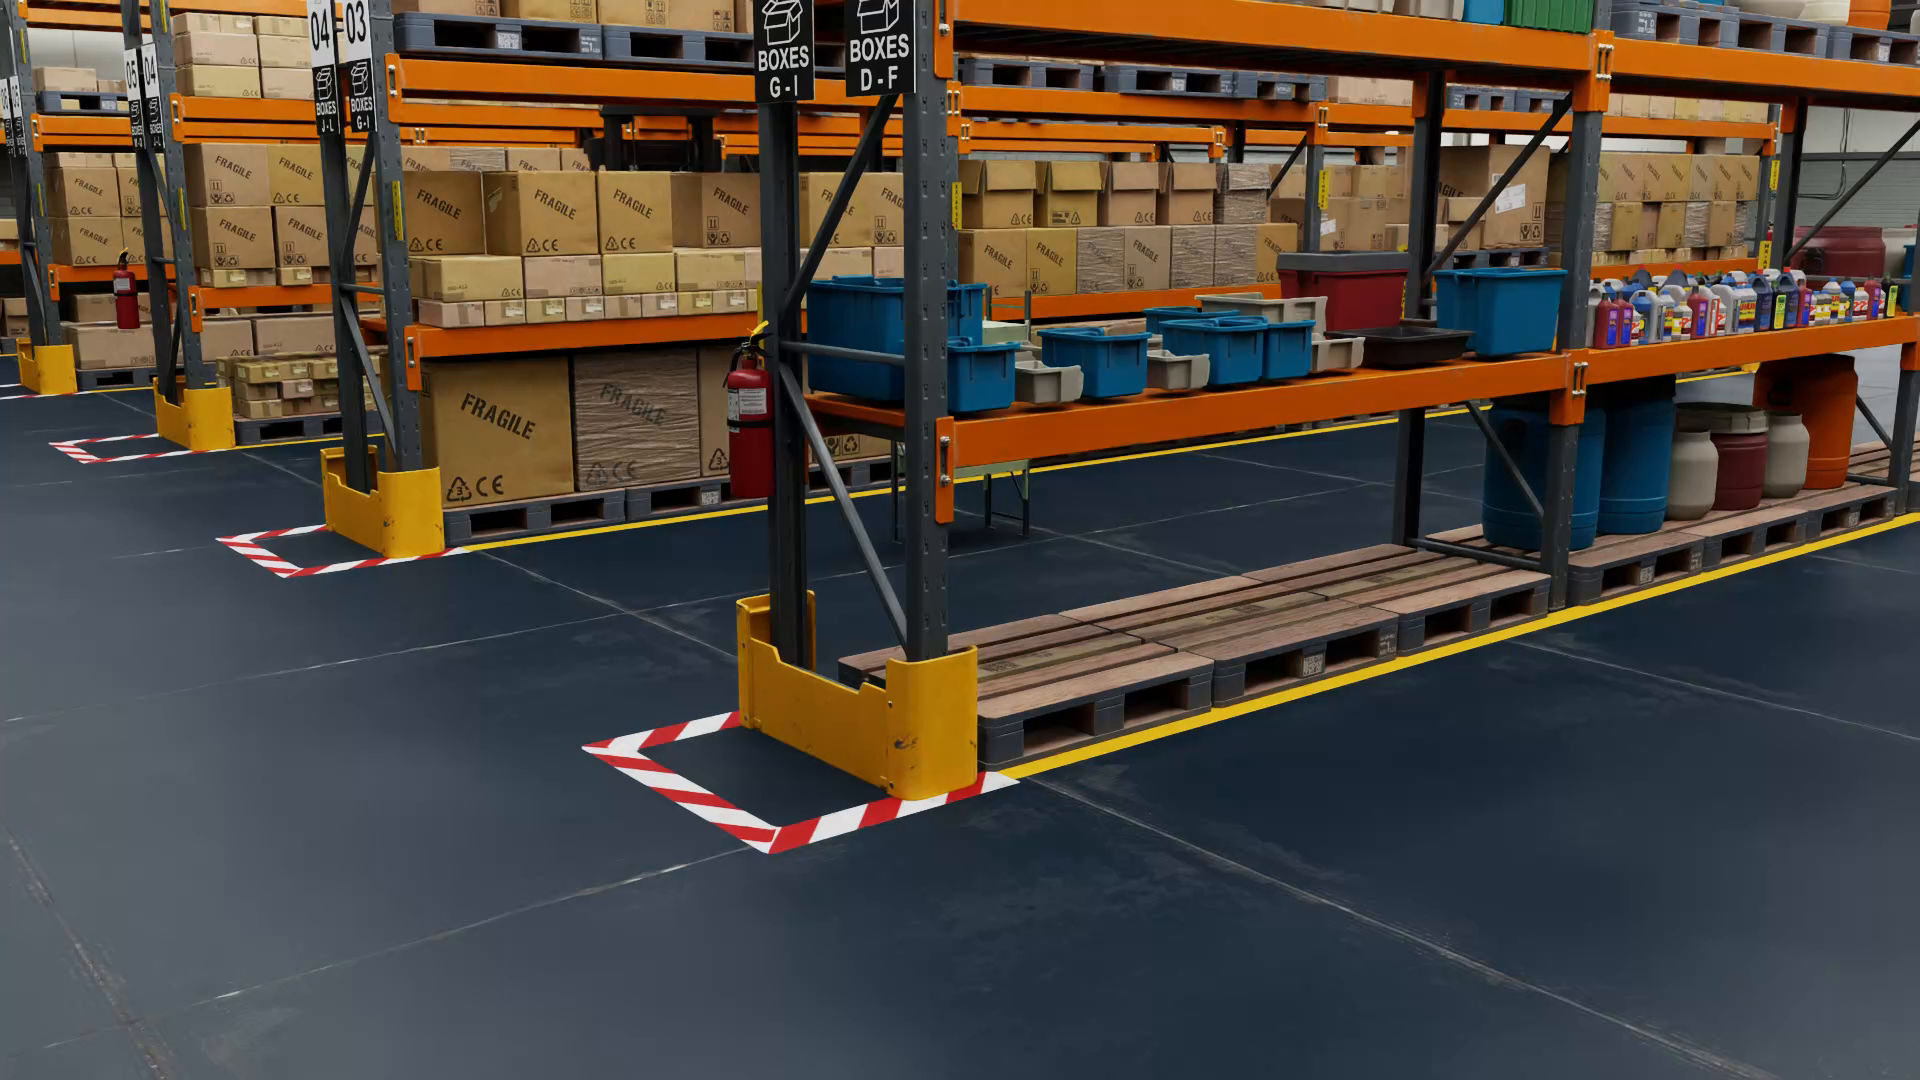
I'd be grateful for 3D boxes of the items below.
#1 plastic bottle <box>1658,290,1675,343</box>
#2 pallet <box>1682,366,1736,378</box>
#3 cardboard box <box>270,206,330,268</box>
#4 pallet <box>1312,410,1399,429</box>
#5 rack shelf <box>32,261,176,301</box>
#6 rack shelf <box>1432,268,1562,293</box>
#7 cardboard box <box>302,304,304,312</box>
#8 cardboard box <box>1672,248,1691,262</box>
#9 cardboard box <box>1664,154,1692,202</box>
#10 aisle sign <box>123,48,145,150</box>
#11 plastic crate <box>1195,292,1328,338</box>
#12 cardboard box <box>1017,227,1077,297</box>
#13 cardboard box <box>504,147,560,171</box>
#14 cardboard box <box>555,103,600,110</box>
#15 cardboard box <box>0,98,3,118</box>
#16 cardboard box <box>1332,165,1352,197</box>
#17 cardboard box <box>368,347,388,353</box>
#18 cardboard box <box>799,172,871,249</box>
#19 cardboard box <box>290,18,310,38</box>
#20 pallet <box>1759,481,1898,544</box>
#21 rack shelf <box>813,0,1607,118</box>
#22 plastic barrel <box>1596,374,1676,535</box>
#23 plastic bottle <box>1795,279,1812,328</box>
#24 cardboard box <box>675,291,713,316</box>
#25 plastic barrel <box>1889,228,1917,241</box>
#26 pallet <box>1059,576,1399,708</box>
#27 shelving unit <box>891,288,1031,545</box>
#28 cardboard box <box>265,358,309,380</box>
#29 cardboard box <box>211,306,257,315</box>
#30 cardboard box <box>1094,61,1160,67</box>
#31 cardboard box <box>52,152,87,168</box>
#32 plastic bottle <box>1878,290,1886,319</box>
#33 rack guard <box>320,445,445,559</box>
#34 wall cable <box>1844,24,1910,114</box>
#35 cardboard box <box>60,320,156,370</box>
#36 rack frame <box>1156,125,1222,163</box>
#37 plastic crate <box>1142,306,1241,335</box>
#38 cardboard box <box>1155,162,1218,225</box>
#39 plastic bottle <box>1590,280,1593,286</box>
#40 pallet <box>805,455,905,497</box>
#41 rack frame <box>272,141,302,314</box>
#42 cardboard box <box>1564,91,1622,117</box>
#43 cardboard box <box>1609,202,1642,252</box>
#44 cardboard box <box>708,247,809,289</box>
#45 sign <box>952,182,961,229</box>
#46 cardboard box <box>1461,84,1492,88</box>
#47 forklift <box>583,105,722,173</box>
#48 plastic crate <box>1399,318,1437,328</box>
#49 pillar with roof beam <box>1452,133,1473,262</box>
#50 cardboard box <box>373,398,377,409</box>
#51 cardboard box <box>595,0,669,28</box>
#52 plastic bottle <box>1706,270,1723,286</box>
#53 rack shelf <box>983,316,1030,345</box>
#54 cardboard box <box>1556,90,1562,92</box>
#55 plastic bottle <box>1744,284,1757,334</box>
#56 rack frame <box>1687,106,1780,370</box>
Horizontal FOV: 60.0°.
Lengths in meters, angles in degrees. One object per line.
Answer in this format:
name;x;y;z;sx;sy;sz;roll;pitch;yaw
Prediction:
plastic bottle;3.716;-1.182;8.784;0.097;0.271;0.097;0;12;0
pallet;8.284;-2.076;19.396;1.213;0.211;1.003;-9;15;-38
cardboard box;-5.589;-2.572;14.063;0.500;0.500;0.500;-9;15;-38
pallet;3.364;-1.248;15.499;1.213;0.211;1.003;-9;15;-38
rack shelf;-8.123;-2.988;18.711;4.000;0.370;1.077;-9;15;-38
rack shelf;4.314;-2.419;16.030;4.000;0.370;1.077;-9;15;-38
cardboard box;-9.467;-3.498;24.390;0.500;0.500;0.500;-10;15;-38
cardboard box;7.800;-3.144;18.319;0.250;0.149;0.380;-9;15;-38
cardboard box;7.550;-3.927;18.039;0.500;0.500;0.500;-9;15;-38
aisle sign;-6.758;-3.602;13.609;0.004;0.787;0.394;-9;15;-38
plastic crate;1.416;-0.992;7.719;0.530;0.282;0.437;-9;15;-38
cardboard box;0.536;-2.126;12.677;0.500;0.500;0.500;-9;15;-38
cardboard box;-3.989;-3.320;15.180;0.500;0.500;0.500;-10;16;-39
cardboard box;-3.605;-4.096;15.337;0.500;0.250;0.500;-9;15;-36
cardboard box;-12.272;-5.438;20.939;0.500;0.250;0.500;-10;15;-38
cardboard box;4.772;-4.790;22.502;0.550;0.550;0.875;-9;15;-38
cardboard box;-5.212;-1.663;15.161;0.250;0.149;0.380;-10;16;-40
cardboard box;-0.957;-2.264;11.408;0.500;0.500;0.500;-9;15;-37
cardboard box;-5.461;-4.214;13.730;0.250;0.149;0.380;-9;15;-37
pallet;5.257;-0.235;10.726;1.213;0.211;1.003;-9;15;-38
rack shelf;1.162;-2.045;7.047;4.000;0.370;1.077;-9;15;-38
plastic barrel;3.712;-0.527;9.432;0.708;0.901;0.600;-9;15;-38
plastic bottle;4.905;-1.381;9.691;0.133;0.283;0.061;-9;15;-38
cardboard box;-1.811;-1.543;10.776;0.250;0.149;0.380;-10;16;-39
plastic barrel;6.845;-1.985;11.988;0.421;0.512;0.421;0;12;0
pallet;1.220;0.436;7.567;1.213;0.211;1.003;-9;15;-38
shelving unit;0.005;-0.735;9.977;0.755;1.500;0.431;-9;15;-38
cardboard box;-5.752;-1.461;14.207;0.250;0.149;0.380;-9;15;-37
cardboard box;-10.329;-3.247;23.660;0.500;0.311;0.500;-9;15;-36
cardboard box;1.171;-3.966;13.103;0.637;0.503;0.797;-10;15;-38
cardboard box;-9.235;-3.937;17.238;0.250;0.149;0.380;-9;15;-36
plastic bottle;5.696;-1.477;10.341;0.097;0.201;0.097;0;12;0
rack guard;-3.513;-0.247;10.090;0.348;0.500;1.175;-9;15;-38
wall cable;26.840;-13.525;47.475;0.112;2.526;3.097;-9;15;-38
cardboard box;-9.232;-2.134;18.116;0.875;0.438;0.875;-10;16;-40
rack frame;2.856;-3.848;21.028;0.127;3.000;1.000;-9;15;-38
plastic crate;1.043;-0.925;7.523;0.300;0.233;0.416;-9;15;-38
cardboard box;1.661;-2.874;13.788;0.637;0.503;0.797;-9;15;-36
plastic bottle;3.613;-1.362;9.620;0.135;0.276;0.152;-9;15;-38
pallet;-1.014;-0.542;12.174;1.213;0.211;1.003;-9;15;-38
rack frame;-9.665;-4.404;23.648;0.127;3.000;1.000;-9;15;-38
cardboard box;6.387;-4.441;16.961;0.500;0.250;0.500;-10;16;-40
cardboard box;6.678;-3.332;17.643;0.500;0.500;0.875;-9;15;-38
cardboard box;-1.353;-1.831;11.173;0.500;0.250;0.500;-9;15;-37
sign;-0.023;-2.365;11.768;0.005;0.325;0.100;-9;15;-38
cardboard box;4.712;-4.586;16.024;0.637;0.503;0.797;-9;15;-35
forklift;-2.617;-2.393;14.343;1.130;2.935;3.031;-4;13;-16
plastic crate;2.271;-1.052;8.352;0.243;0.136;0.396;-9;15;-38
pillar with roof beam;15.343;-10.589;38.332;0.548;9.000;9.100;-9;15;-38
cardboard box;-5.154;-1.262;14.704;0.250;0.149;0.380;-9;15;-38
cardboard box;-2.234;-3.448;10.432;0.500;0.500;0.700;-11;16;-41
plastic bottle;4.812;-1.577;10.615;0.133;0.283;0.061;-9;15;-38
rack shelf;0.005;-1.116;9.896;0.720;0.370;0.431;-9;15;-38
cardboard box;6.215;-4.728;17.353;0.250;0.149;0.380;-9;15;-37
plastic bottle;4.411;-1.298;9.328;0.097;0.271;0.097;0;12;0
rack frame;8.999;-3.549;19.622;0.127;3.000;1.000;-9;15;-38
